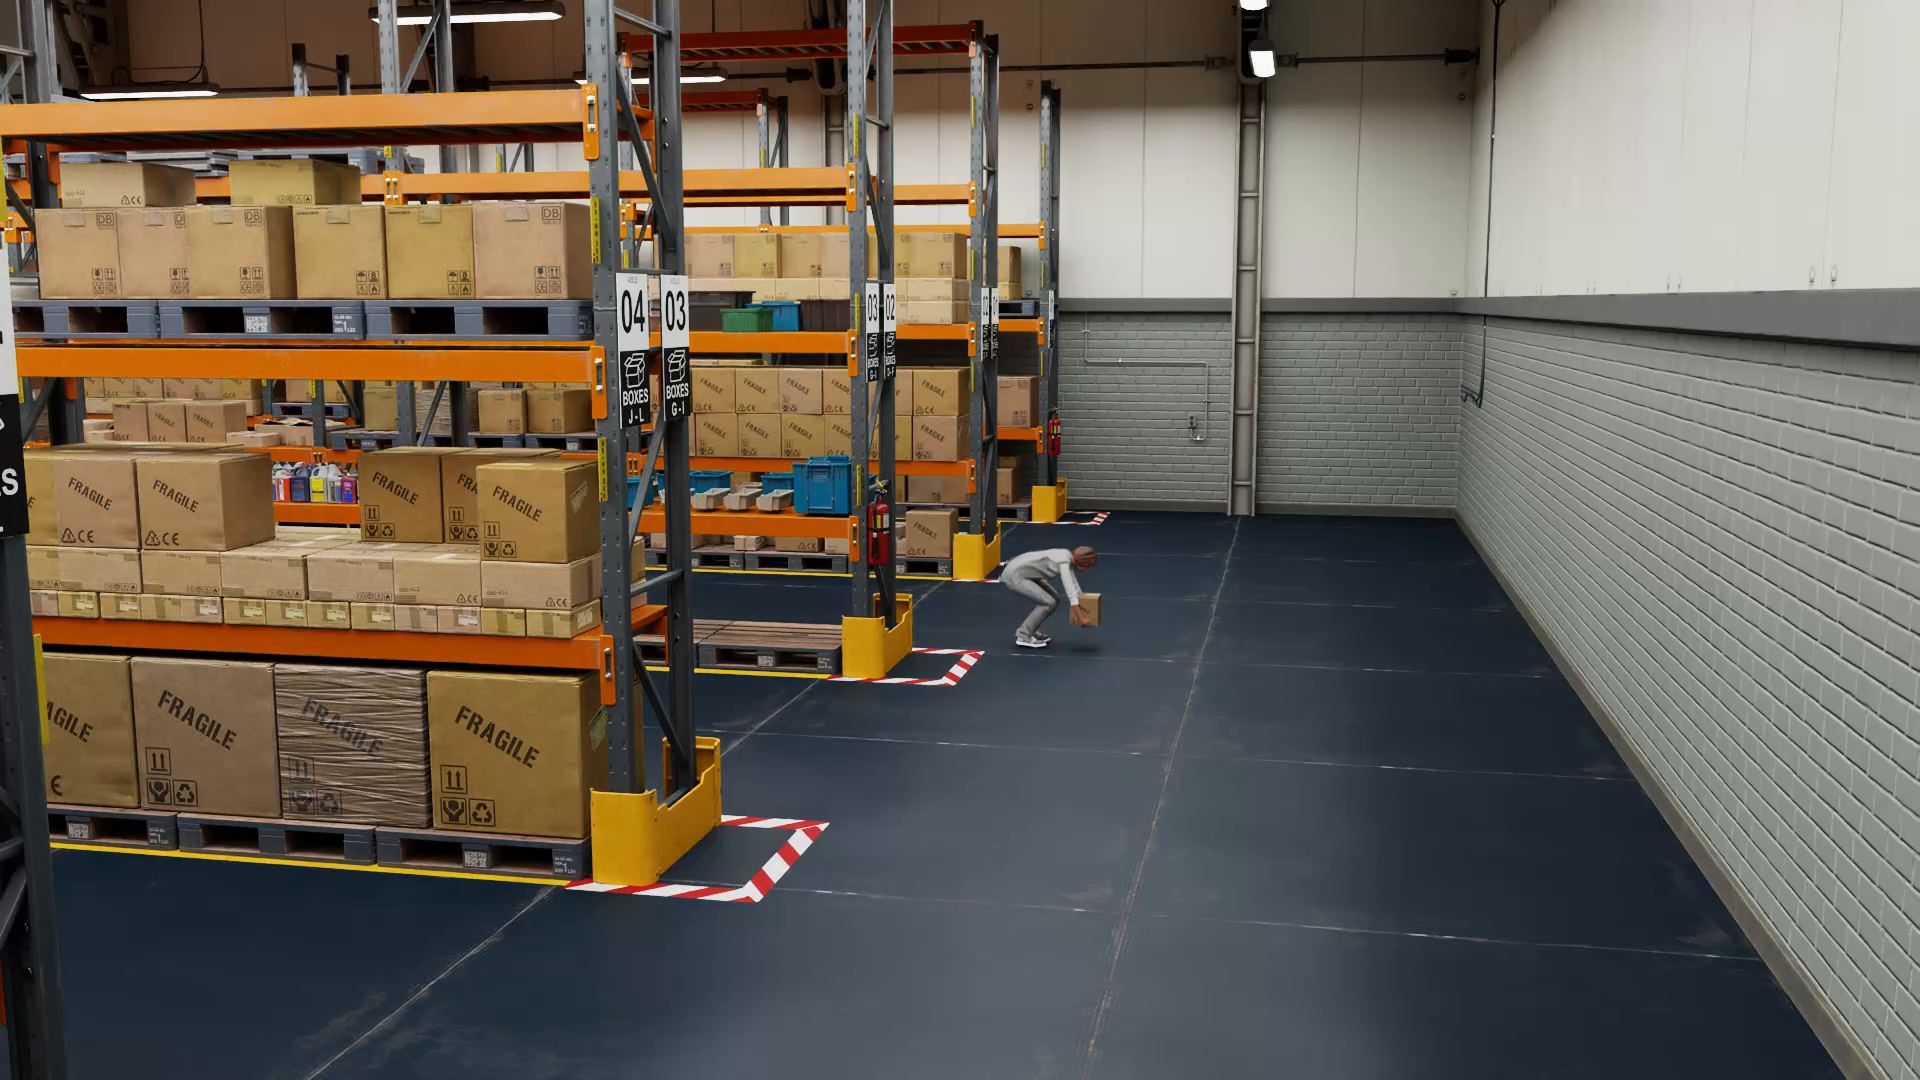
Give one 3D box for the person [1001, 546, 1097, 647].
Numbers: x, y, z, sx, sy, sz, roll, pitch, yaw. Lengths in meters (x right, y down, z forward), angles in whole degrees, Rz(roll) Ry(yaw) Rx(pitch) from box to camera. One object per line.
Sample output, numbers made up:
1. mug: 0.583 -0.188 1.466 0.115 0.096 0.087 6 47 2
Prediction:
1. person: 0.794 0.508 14.873 0.854 0.875 0.432 1 8 9
